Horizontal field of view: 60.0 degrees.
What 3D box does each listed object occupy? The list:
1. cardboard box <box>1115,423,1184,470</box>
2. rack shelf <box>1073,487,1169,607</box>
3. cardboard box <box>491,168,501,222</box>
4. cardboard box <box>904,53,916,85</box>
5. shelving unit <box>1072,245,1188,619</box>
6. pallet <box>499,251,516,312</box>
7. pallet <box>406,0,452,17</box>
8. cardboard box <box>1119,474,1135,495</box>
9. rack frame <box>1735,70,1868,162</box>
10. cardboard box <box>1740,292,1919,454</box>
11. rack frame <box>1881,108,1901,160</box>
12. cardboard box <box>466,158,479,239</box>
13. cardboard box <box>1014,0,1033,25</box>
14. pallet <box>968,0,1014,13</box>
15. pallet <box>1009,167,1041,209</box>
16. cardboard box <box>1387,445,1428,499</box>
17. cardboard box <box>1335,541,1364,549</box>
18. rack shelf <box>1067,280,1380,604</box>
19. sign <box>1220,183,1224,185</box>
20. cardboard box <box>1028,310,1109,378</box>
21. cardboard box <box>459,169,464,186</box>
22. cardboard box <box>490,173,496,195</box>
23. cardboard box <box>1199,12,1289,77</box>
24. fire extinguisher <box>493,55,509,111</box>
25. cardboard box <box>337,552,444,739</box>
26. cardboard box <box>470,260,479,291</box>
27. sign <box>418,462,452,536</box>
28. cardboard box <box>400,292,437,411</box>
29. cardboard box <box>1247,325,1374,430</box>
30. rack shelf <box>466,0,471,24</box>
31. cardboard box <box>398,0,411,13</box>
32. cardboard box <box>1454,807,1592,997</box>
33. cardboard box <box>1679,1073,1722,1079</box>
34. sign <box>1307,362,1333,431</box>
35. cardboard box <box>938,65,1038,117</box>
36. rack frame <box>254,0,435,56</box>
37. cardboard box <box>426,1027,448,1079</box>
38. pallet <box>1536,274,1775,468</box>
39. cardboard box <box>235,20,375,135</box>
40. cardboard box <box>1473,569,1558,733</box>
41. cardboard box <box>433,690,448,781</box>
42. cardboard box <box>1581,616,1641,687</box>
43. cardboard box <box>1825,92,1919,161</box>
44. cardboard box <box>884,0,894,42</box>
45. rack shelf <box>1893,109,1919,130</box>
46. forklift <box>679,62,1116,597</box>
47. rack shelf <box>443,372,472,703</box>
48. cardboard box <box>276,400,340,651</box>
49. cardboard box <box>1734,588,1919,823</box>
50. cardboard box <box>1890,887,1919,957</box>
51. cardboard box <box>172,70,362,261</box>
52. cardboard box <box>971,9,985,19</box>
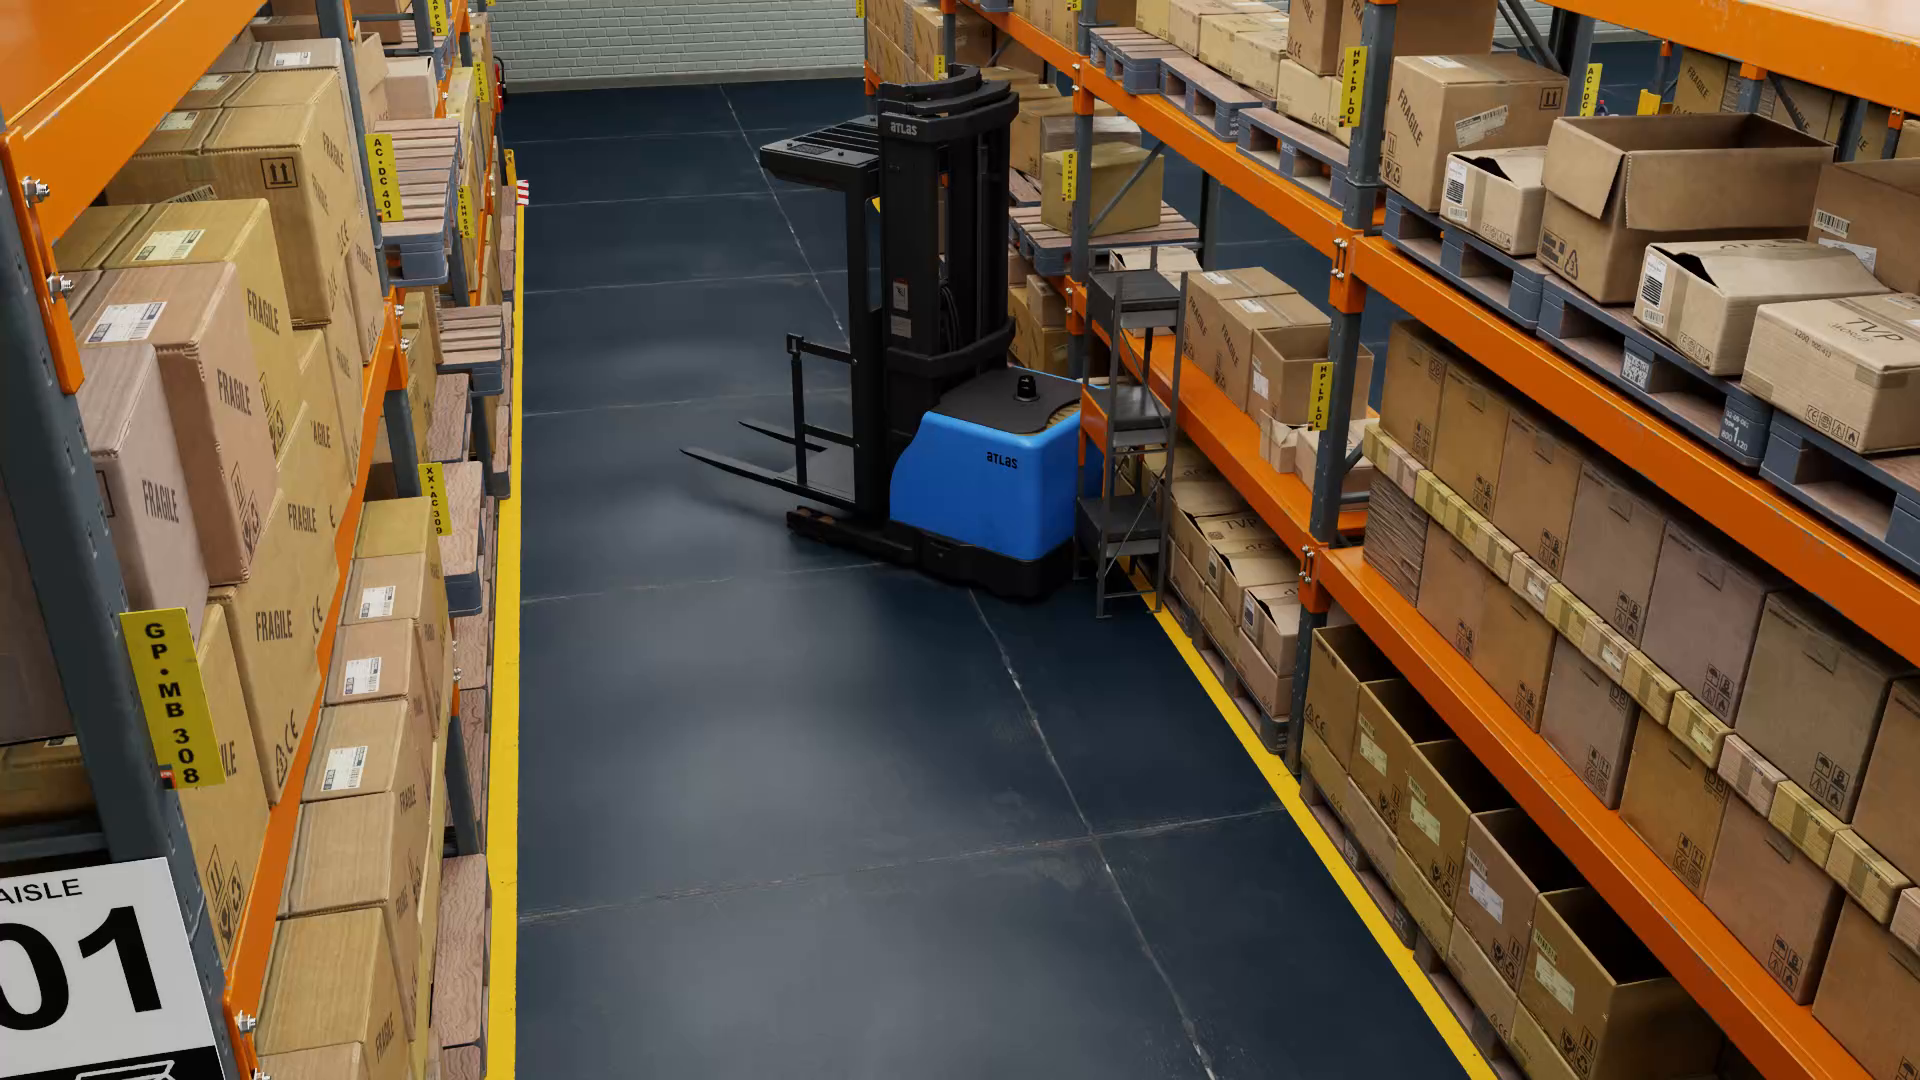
[{"bbox_3d":[1.212,-0.699,10.769,0.500,0.311,0.500,-7,28,-13],"label":"cardboard box"},{"bbox_3d":[0.950,0.038,9.918,0.431,0.518,0.480,-5,28,-12],"label":"rack shelf"},{"bbox_3d":[-4.893,-3.320,16.306,0.700,0.500,0.500,-7,28,-13],"label":"cardboard box"},{"bbox_3d":[-0.247,-4.424,16.075,0.500,0.500,0.500,-5,27,-10],"label":"cardboard box"},{"bbox_3d":[0.960,-0.598,9.594,0.431,2.100,0.503,-5,28,-12],"label":"shelving unit"},{"bbox_3d":[-4.569,-2.326,15.125,1.003,0.211,1.213,-6,27,-12],"label":"pallet"},{"bbox_3d":[-4.219,-4.086,12.399,0.805,0.209,1.217,-7,28,-14],"label":"pallet"},{"bbox_3d":[1.322,-0.230,10.463,0.500,0.250,0.500,-7,28,-13],"label":"cardboard box"},{"bbox_3d":[6.080,-2.480,12.334,1.000,3.000,0.127,-6,27,-12],"label":"rack frame"},{"bbox_3d":[2.539,-0.467,4.563,0.500,0.250,0.500,-6,27,-12],"label":"cardboard box"},{"bbox_3d":[10.004,-4.739,16.809,1.000,3.000,0.127,-6,27,-12],"label":"rack frame"},{"bbox_3d":[-3.652,-2.348,11.610,0.500,0.500,0.500,-6,27,-12],"label":"cardboard box"},{"bbox_3d":[0.890,-4.002,11.911,0.910,0.500,0.500,-6,27,-12],"label":"cardboard box"},{"bbox_3d":[0.667,-4.241,12.703,1.213,0.211,1.003,-6,27,-12],"label":"pallet"},{"bbox_3d":[0.810,-2.746,13.074,1.003,0.211,1.213,-6,27,-12],"label":"pallet"},{"bbox_3d":[2.083,-0.309,7.202,0.380,0.149,0.250,-6,27,-11],"label":"cardboard box"},{"bbox_3d":[2.196,0.140,9.106,0.500,0.311,0.500,-6,27,-12],"label":"cardboard box"},{"bbox_3d":[1.704,-0.779,9.763,1.077,0.370,4.000,-6,27,-12],"label":"rack shelf"},{"bbox_3d":[1.793,-2.553,11.194,0.100,0.325,0.005,-6,27,-12],"label":"sign"},{"bbox_3d":[0.814,-1.445,12.571,0.500,0.500,0.500,-5,27,-10],"label":"cardboard box"},{"bbox_3d":[-3.430,-2.233,10.549,0.500,0.250,0.500,-5,27,-10],"label":"cardboard box"},{"bbox_3d":[-4.560,-3.327,15.602,0.380,0.149,0.250,-7,28,-13],"label":"cardboard box"},{"bbox_3d":[1.664,-2.764,9.268,0.500,0.250,0.500,-6,27,-13],"label":"cardboard box"},{"bbox_3d":[-4.960,-4.898,17.624,0.296,0.674,0.183,-6,27,-12],"label":"fire extinguisher"},{"bbox_3d":[-2.145,0.400,5.940,0.500,0.500,0.500,-6,27,-12],"label":"cardboard box"},{"bbox_3d":[-3.447,-1.775,11.195,0.380,0.149,0.250,-5,27,-10],"label":"cardboard box"},{"bbox_3d":[-2.144,-0.163,6.782,0.100,0.325,0.005,-6,27,-12],"label":"sign"},{"bbox_3d":[-3.154,-0.965,8.733,0.700,0.500,0.500,-6,27,-12],"label":"cardboard box"},{"bbox_3d":[1.879,-0.837,8.968,0.500,0.500,0.500,-4,27,-8],"label":"cardboard box"},{"bbox_3d":[-4.925,-5.126,15.045,1.077,0.370,4.000,-6,27,-12],"label":"rack shelf"},{"bbox_3d":[-4.020,-3.732,10.887,0.700,0.500,0.500,-5,27,-9],"label":"cardboard box"},{"bbox_3d":[2.294,1.377,6.447,0.500,0.500,0.500,-6,27,-12],"label":"cardboard box"},{"bbox_3d":[2.523,2.150,5.747,0.500,0.250,0.500,-6,27,-12],"label":"cardboard box"},{"bbox_3d":[1.628,-0.644,7.501,0.100,0.325,0.005,-6,27,-12],"label":"sign"},{"bbox_3d":[0.240,-3.736,14.245,0.700,0.500,0.500,-16,31,-29],"label":"cardboard box"},{"bbox_3d":[-3.572,-4.152,8.989,1.000,3.000,0.127,-6,27,-12],"label":"rack frame"},{"bbox_3d":[-2.083,2.068,5.610,0.700,0.500,0.500,-8,28,-15],"label":"cardboard box"},{"bbox_3d":[2.643,-0.616,5.410,1.003,0.211,1.213,-6,27,-12],"label":"pallet"},{"bbox_3d":[-2.994,-2.078,7.633,0.500,0.500,0.500,-7,28,-13],"label":"cardboard box"},{"bbox_3d":[2.495,0.379,6.560,0.700,0.500,0.500,-6,27,-11],"label":"cardboard box"},{"bbox_3d":[-2.165,0.737,6.105,0.500,0.250,0.500,-6,27,-11],"label":"cardboard box"},{"bbox_3d":[2.433,0.370,5.856,0.380,0.149,0.250,-6,27,-12],"label":"cardboard box"},{"bbox_3d":[9.933,-4.275,17.784,0.875,0.875,0.875,-6,27,-12],"label":"cardboard box"},{"bbox_3d":[-0.474,-5.311,16.722,0.500,0.500,0.500,-6,27,-11],"label":"cardboard box"},{"bbox_3d":[10.455,-3.539,15.232,1.077,0.370,4.000,-6,27,-12],"label":"rack shelf"},{"bbox_3d":[-0.513,-1.471,10.411,3.031,2.935,1.130,18,32,31],"label":"forklift"},{"bbox_3d":[-3.122,-0.274,8.763,1.077,0.370,4.000,-6,27,-12],"label":"rack shelf"},{"bbox_3d":[-1.808,0.007,3.946,0.500,0.500,0.500,-5,27,-9],"label":"cardboard box"},{"bbox_3d":[2.827,0.450,4.978,0.700,0.500,0.500,-7,28,-13],"label":"cardboard box"},{"bbox_3d":[2.784,1.051,4.508,0.380,0.149,0.250,-6,27,-12],"label":"cardboard box"},{"bbox_3d":[-2.159,-1.123,5.075,0.500,0.500,0.500,-4,27,-9],"label":"cardboard box"},{"bbox_3d":[0.403,-4.687,15.487,0.500,0.500,0.500,-7,28,-13],"label":"cardboard box"}]
